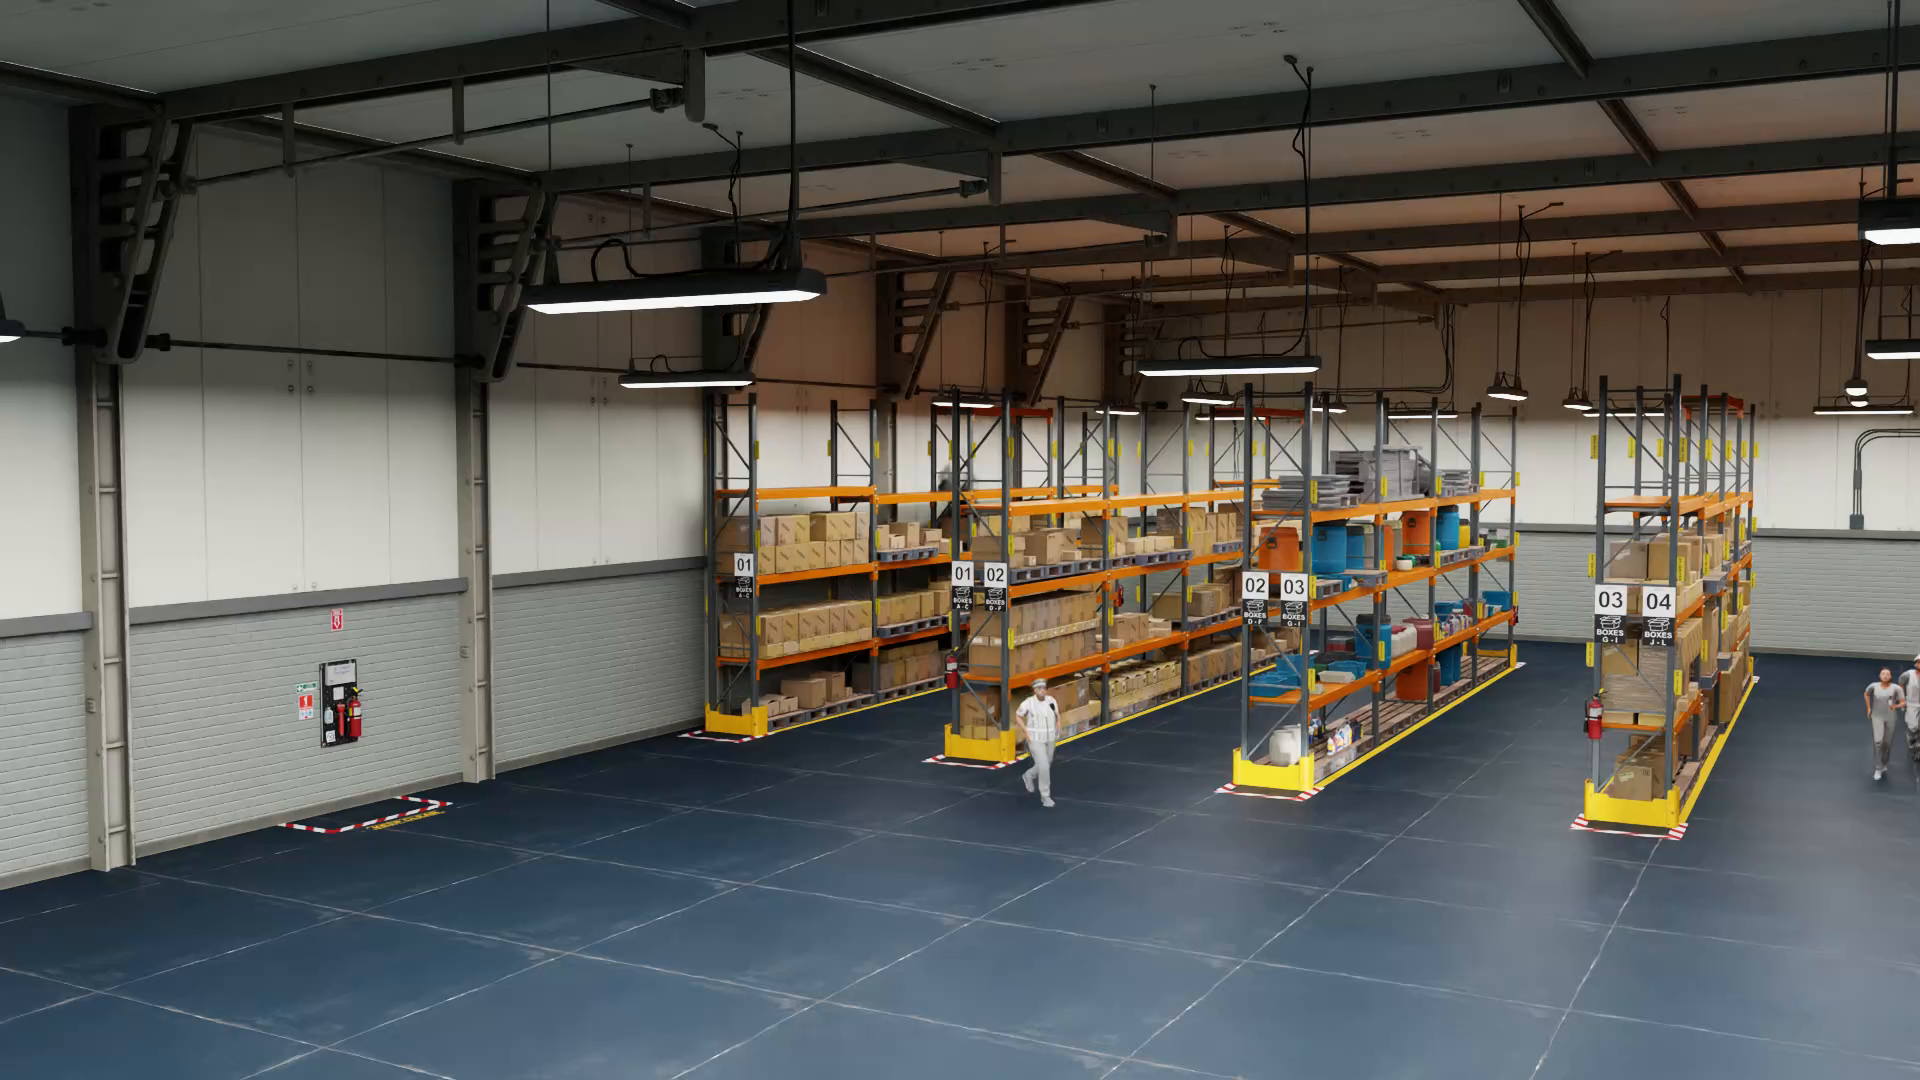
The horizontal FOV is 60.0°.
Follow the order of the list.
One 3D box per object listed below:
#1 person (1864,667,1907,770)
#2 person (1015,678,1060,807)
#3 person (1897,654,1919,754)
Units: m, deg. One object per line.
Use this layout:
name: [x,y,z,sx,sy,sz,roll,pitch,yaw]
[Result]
person: [14.193,2.719,25.514,0.554,1.571,0.750,1,3,24]
person: [1.149,2.844,23.683,0.651,1.795,0.856,-2,4,-29]
person: [15.388,2.655,26.666,0.589,1.665,0.723,1,3,23]
